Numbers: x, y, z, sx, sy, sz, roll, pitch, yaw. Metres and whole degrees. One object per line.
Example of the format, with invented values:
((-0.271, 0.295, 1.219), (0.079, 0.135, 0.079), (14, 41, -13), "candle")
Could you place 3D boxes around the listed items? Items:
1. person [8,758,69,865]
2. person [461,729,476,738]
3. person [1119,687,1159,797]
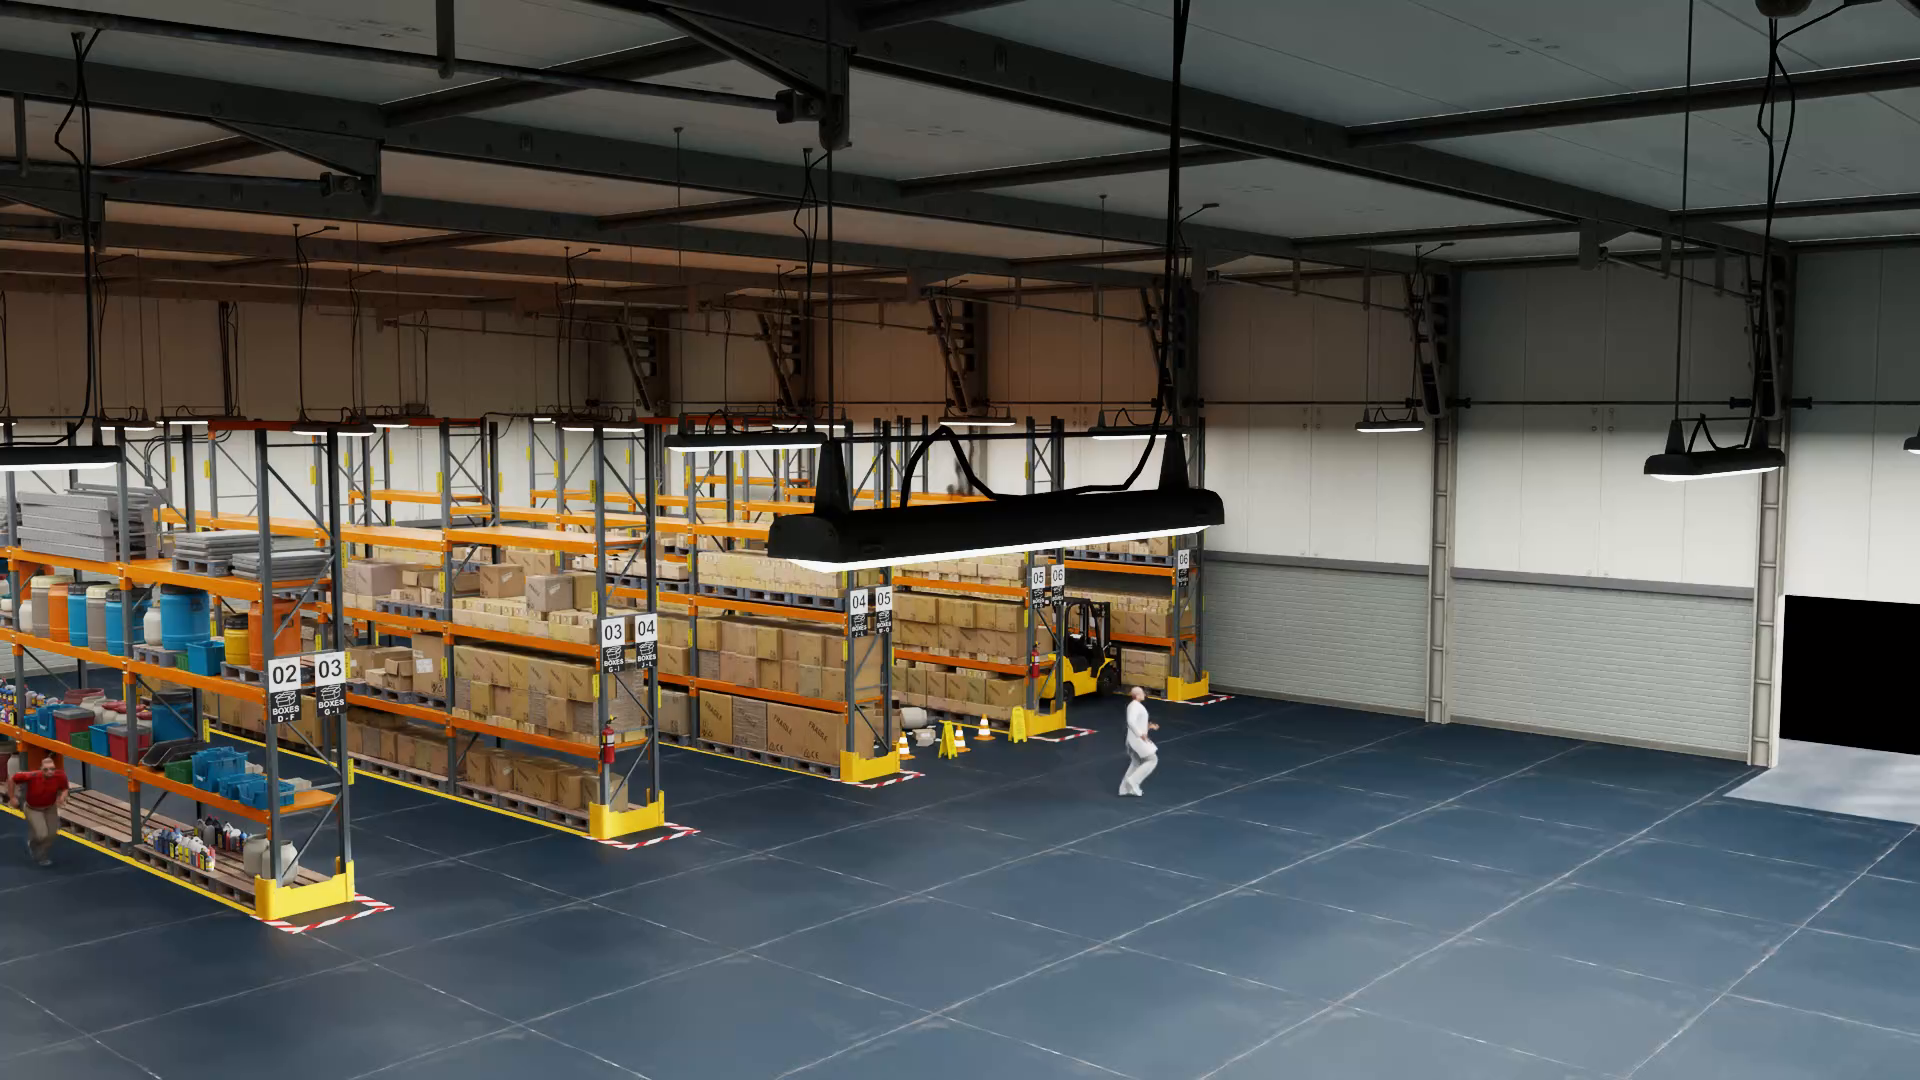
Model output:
((-12.444, 3.691, 22.488), (0.896, 1.550, 0.695), (4, 6, 43), "person")
((-8.880, 2.960, 30.506), (0.567, 1.663, 0.542), (4, 6, 37), "person")
((2.904, 3.233, 26.722), (0.700, 1.754, 0.680), (-1, 5, -10), "person")
